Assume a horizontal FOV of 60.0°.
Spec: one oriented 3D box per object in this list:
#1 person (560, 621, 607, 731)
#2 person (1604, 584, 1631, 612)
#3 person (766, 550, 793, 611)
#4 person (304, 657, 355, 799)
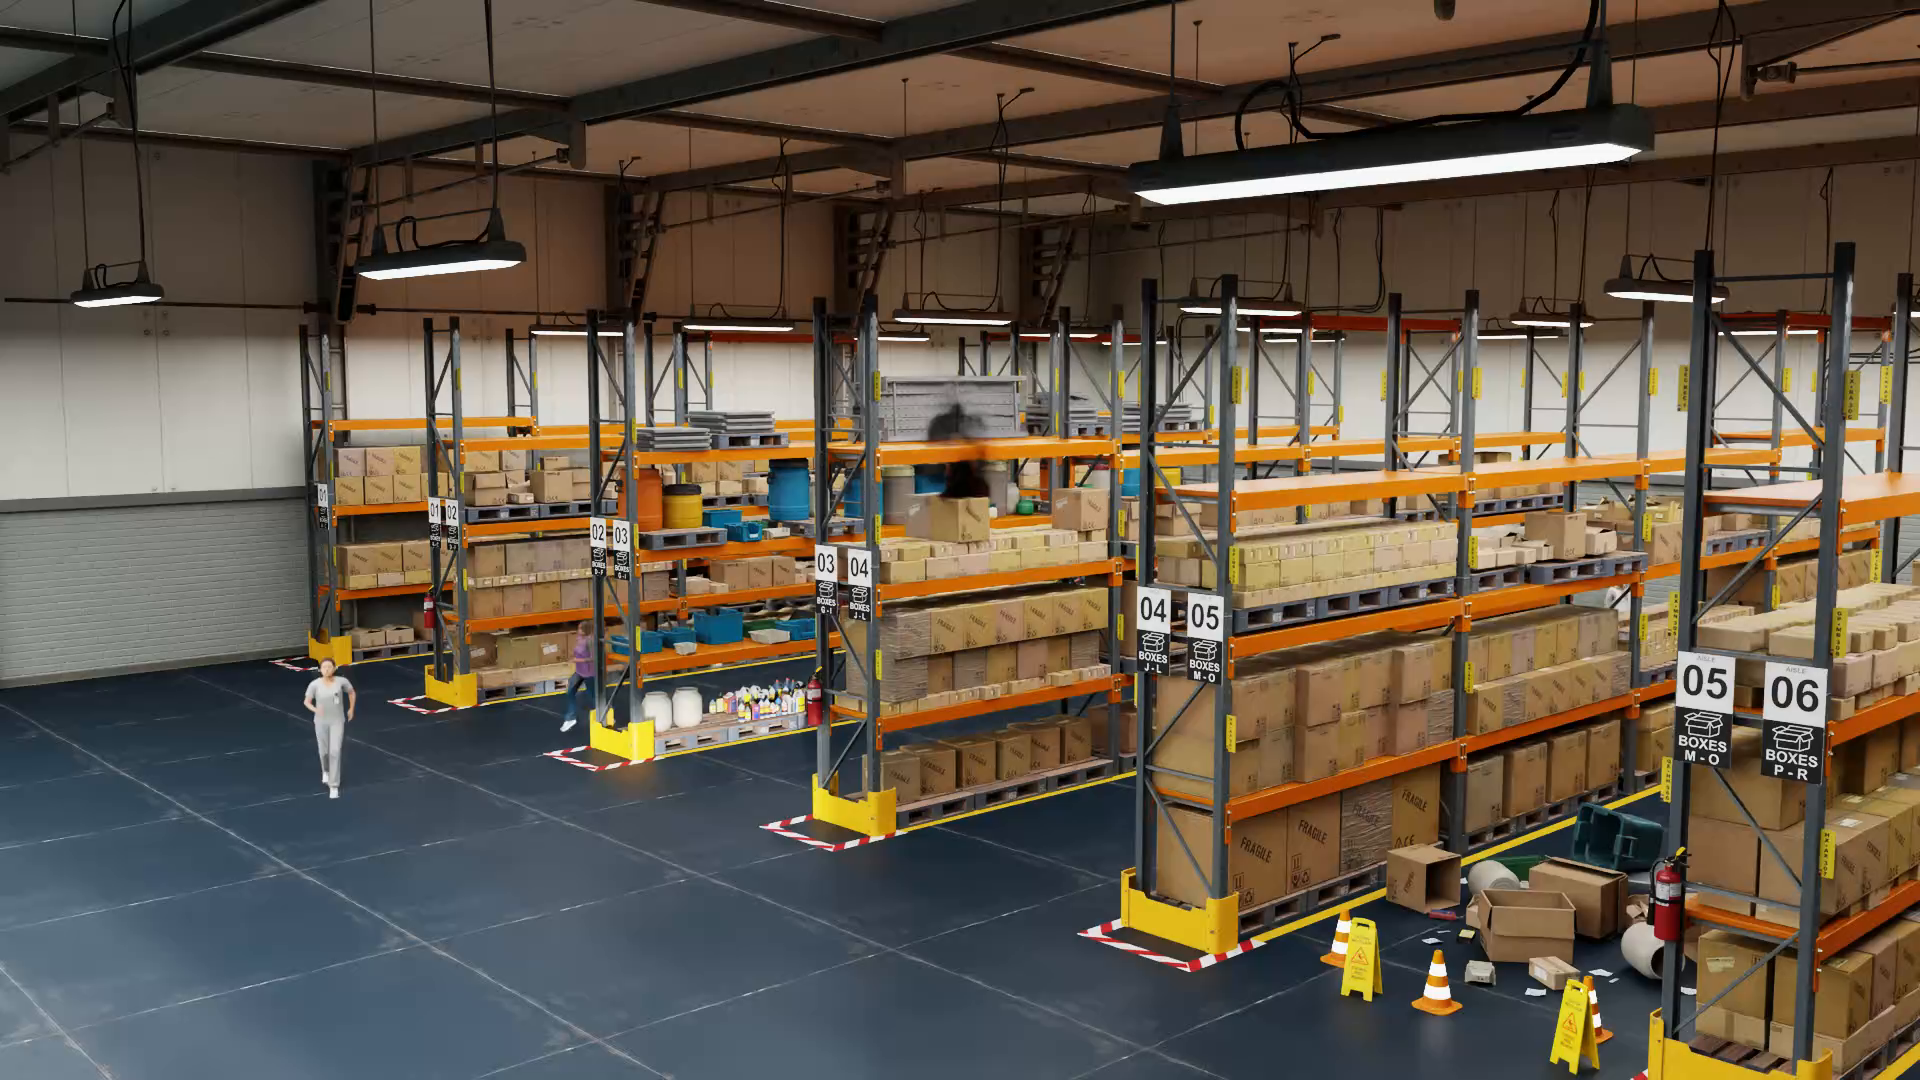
[{"bbox_3d":[-5.366,1.957,24.057,0.549,1.625,0.743,5,8,43],"label":"person"},{"bbox_3d":[11.691,1.377,29.195,0.698,1.692,0.551,-1,6,-8],"label":"person"},{"bbox_3d":[-3.667,0.919,33.486,0.582,1.694,0.927,5,7,39],"label":"person"},{"bbox_3d":[-7.752,2.268,20.485,0.587,1.688,0.848,-2,6,-18],"label":"person"}]
